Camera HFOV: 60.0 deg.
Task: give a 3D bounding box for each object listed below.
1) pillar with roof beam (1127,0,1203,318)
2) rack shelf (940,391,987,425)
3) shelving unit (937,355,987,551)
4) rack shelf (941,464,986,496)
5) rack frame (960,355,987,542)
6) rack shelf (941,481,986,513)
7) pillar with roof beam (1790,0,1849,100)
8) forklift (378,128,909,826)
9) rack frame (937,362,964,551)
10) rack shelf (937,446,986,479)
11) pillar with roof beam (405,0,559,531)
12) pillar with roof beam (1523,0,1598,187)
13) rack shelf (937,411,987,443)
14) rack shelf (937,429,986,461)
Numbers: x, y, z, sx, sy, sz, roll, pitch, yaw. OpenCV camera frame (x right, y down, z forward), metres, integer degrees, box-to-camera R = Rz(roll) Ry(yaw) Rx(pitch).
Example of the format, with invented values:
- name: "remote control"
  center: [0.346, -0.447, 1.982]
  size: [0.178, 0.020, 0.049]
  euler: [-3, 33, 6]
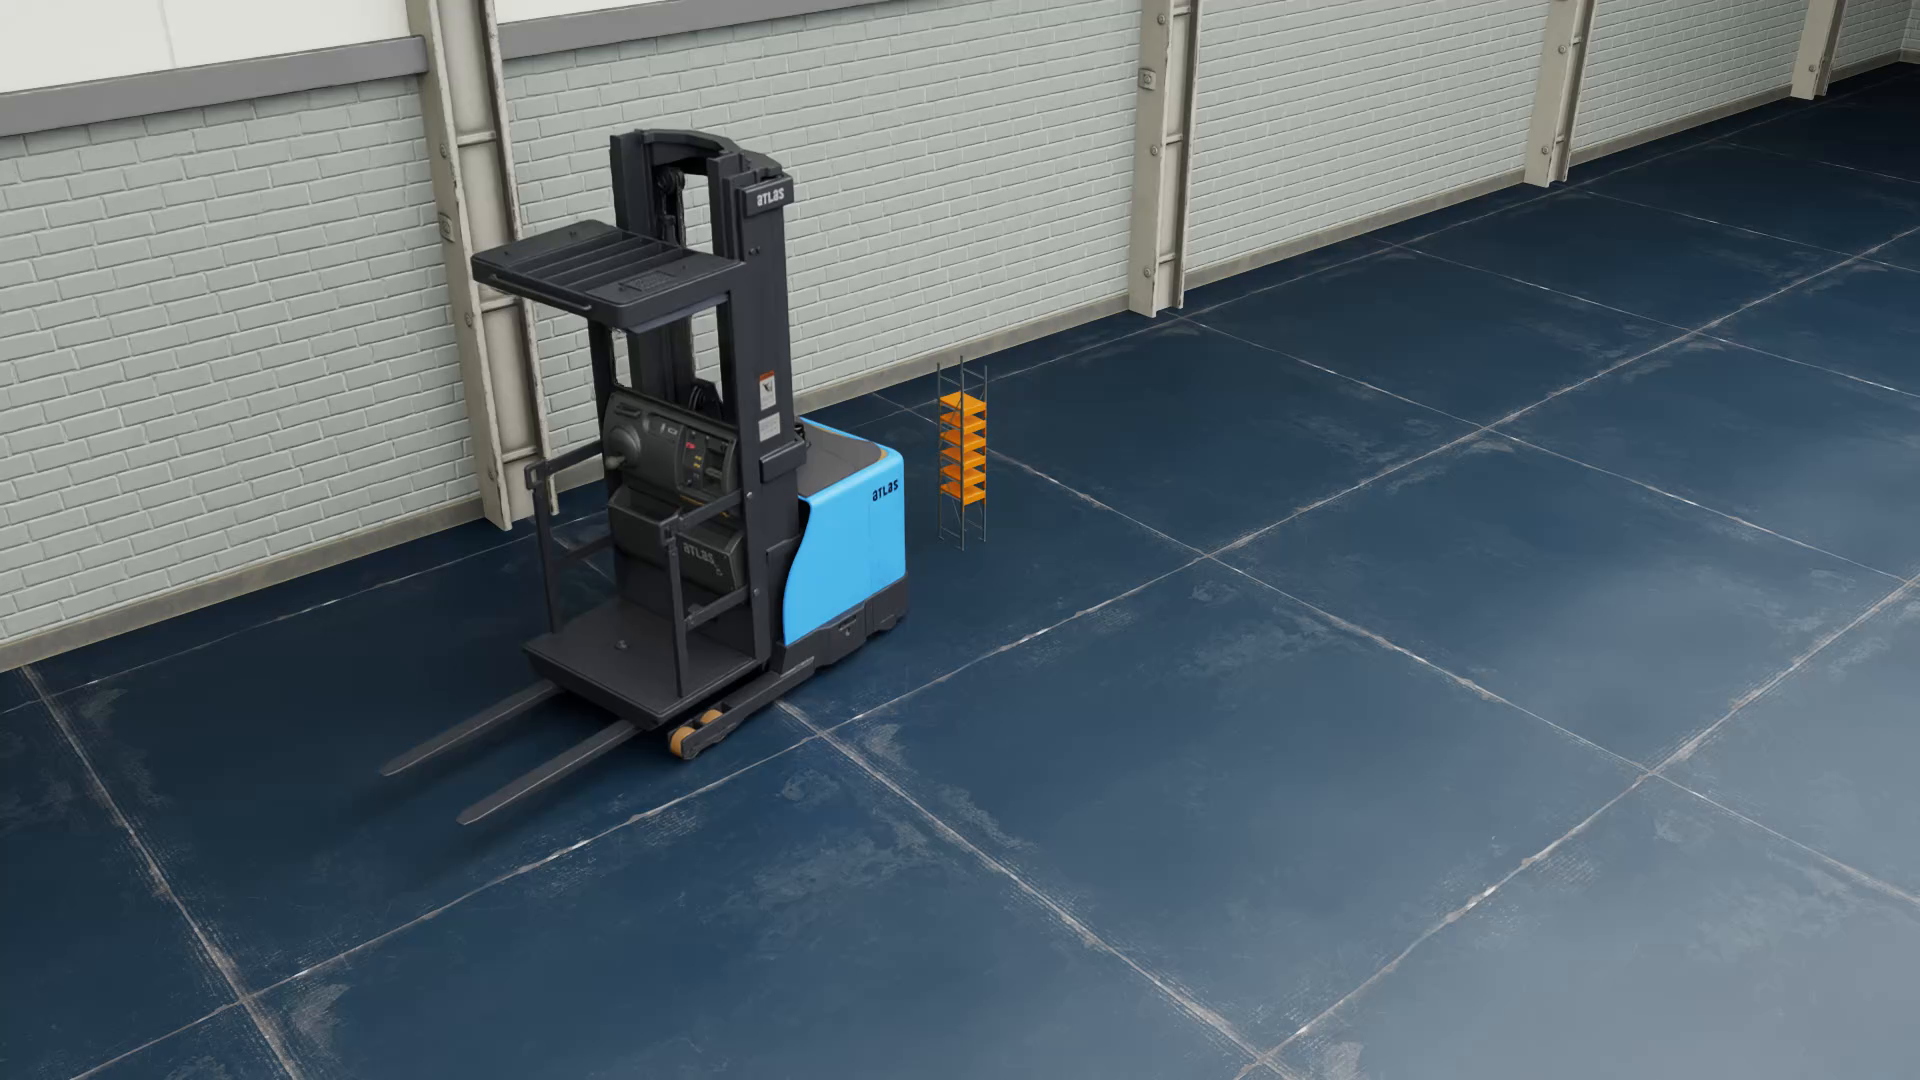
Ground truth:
- name: "pillar with roof beam"
  center: [4.476, -4.432, 9.354]
  size: [0.400, 9.000, 9.100]
  euler: [-22, 35, -35]
- name: "rack shelf"
  center: [0.011, -0.812, 10.185]
  size: [0.180, 0.103, 0.258]
  euler: [-22, 35, -35]
- name: "shelving unit"
  center: [0.011, -0.534, 10.334]
  size: [0.189, 1.200, 0.258]
  euler: [-22, 35, -35]
- name: "rack shelf"
  center: [0.011, -0.389, 10.411]
  size: [0.180, 0.103, 0.258]
  euler: [-22, 35, -35]
- name: "rack frame"
  center: [0.081, -0.562, 10.386]
  size: [0.006, 1.200, 0.240]
  euler: [-22, 35, -35]
- name: "rack shelf"
  center: [0.011, -0.283, 10.468]
  size: [0.180, 0.103, 0.258]
  euler: [-22, 35, -35]
- name: "pillar with roof beam"
  center: [13.605, -8.103, 16.223]
  size: [0.400, 9.000, 9.100]
  euler: [-22, 35, -35]
- name: "forklift"
  center: [-1.611, -0.434, 8.312]
  size: [1.130, 2.935, 3.031]
  euler: [21, 34, 33]
- name: "rack frame"
  center: [-0.059, -0.506, 10.281]
  size: [0.006, 1.200, 0.240]
  euler: [-22, 35, -35]
- name: "rack shelf"
  center: [0.011, -0.494, 10.355]
  size: [0.180, 0.103, 0.258]
  euler: [-22, 35, -35]
- name: "pillar with roof beam"
  center: [-0.089, -2.597, 5.919]
  size: [0.400, 9.000, 9.100]
  euler: [-22, 35, -35]
- name: "pillar with roof beam"
  center: [9.040, -6.267, 12.789]
  size: [0.400, 9.000, 9.100]
  euler: [-22, 35, -35]
- name: "rack shelf"
  center: [0.011, -0.706, 10.242]
  size: [0.180, 0.103, 0.258]
  euler: [-22, 35, -35]
- name: "rack shelf"
  center: [0.011, -0.600, 10.298]
  size: [0.180, 0.103, 0.258]
  euler: [-22, 35, -35]
